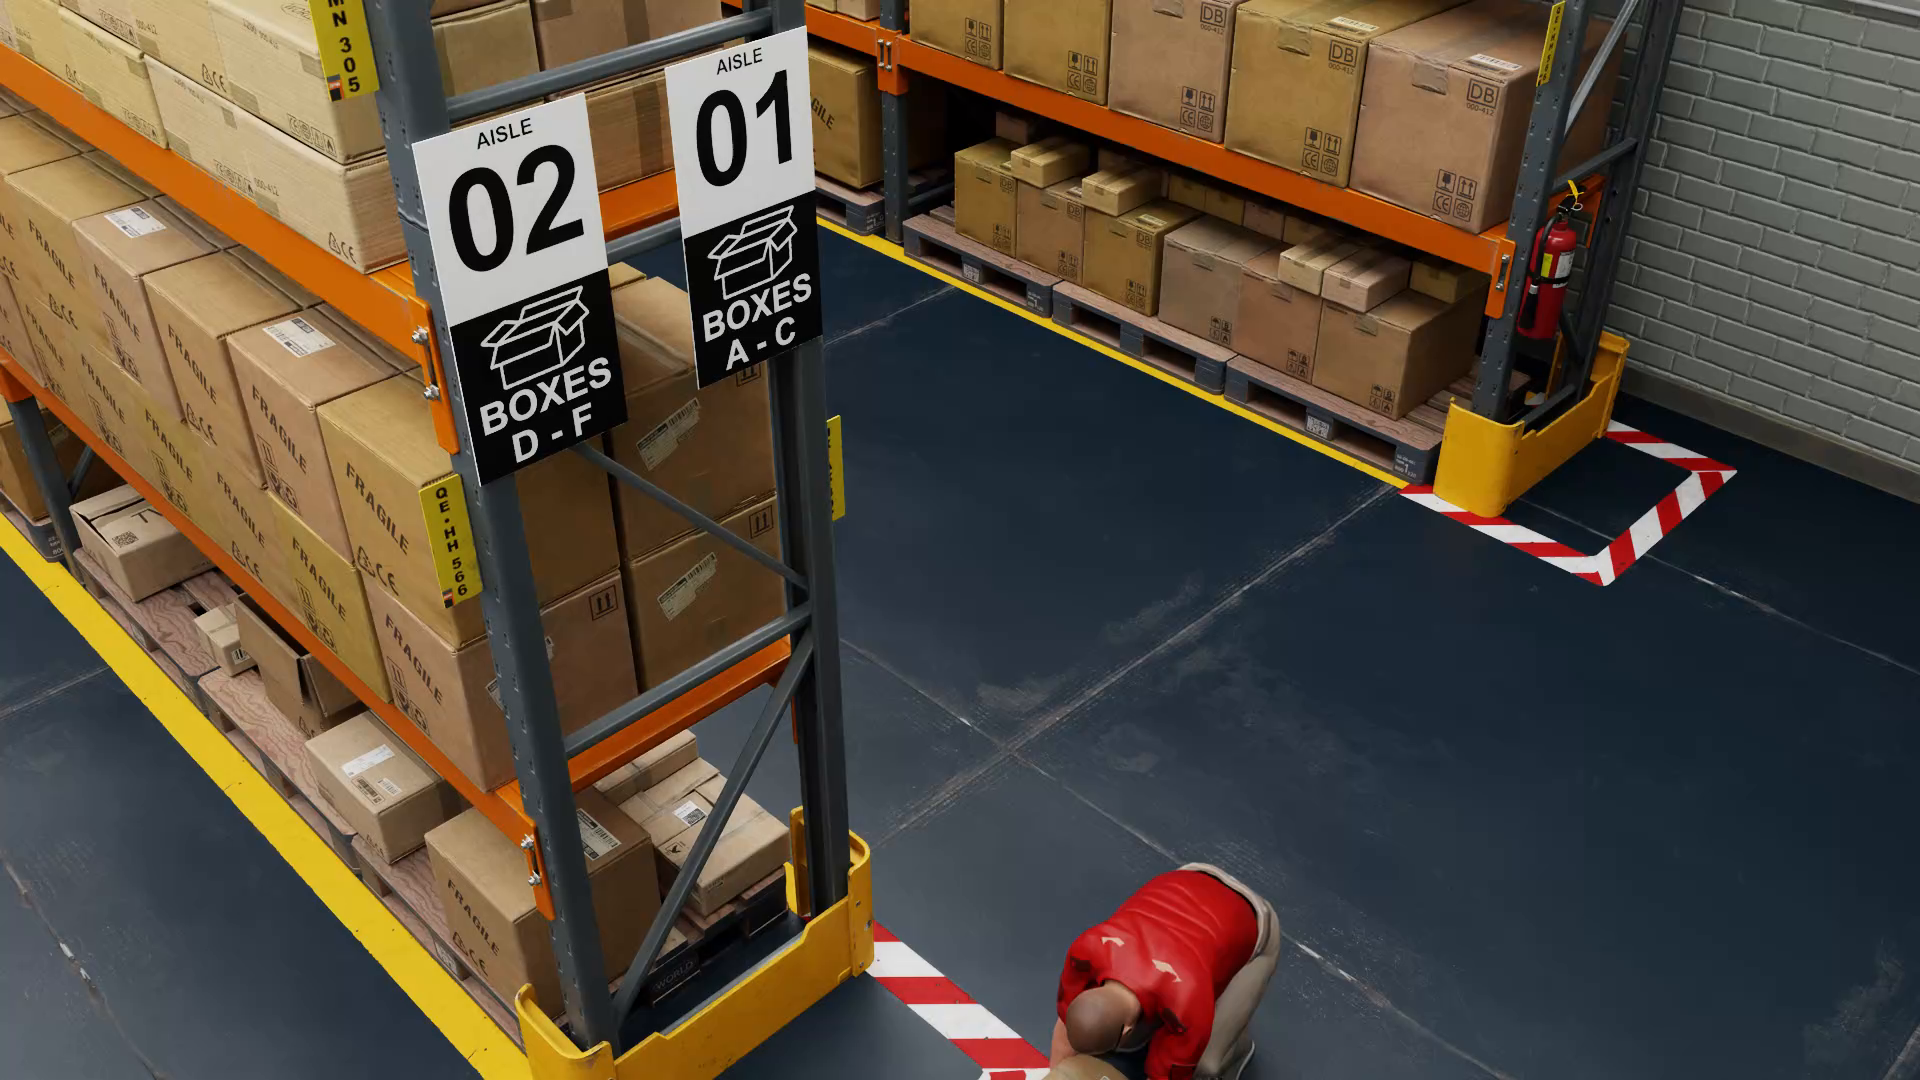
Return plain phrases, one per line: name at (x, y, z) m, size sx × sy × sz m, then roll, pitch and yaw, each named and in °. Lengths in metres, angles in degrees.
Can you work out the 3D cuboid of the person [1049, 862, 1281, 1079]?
person at (0.601, 1.410, 5.031) m, size 0.530 × 0.797 × 0.922 m, roll 29°, pitch 44°, yaw 34°
